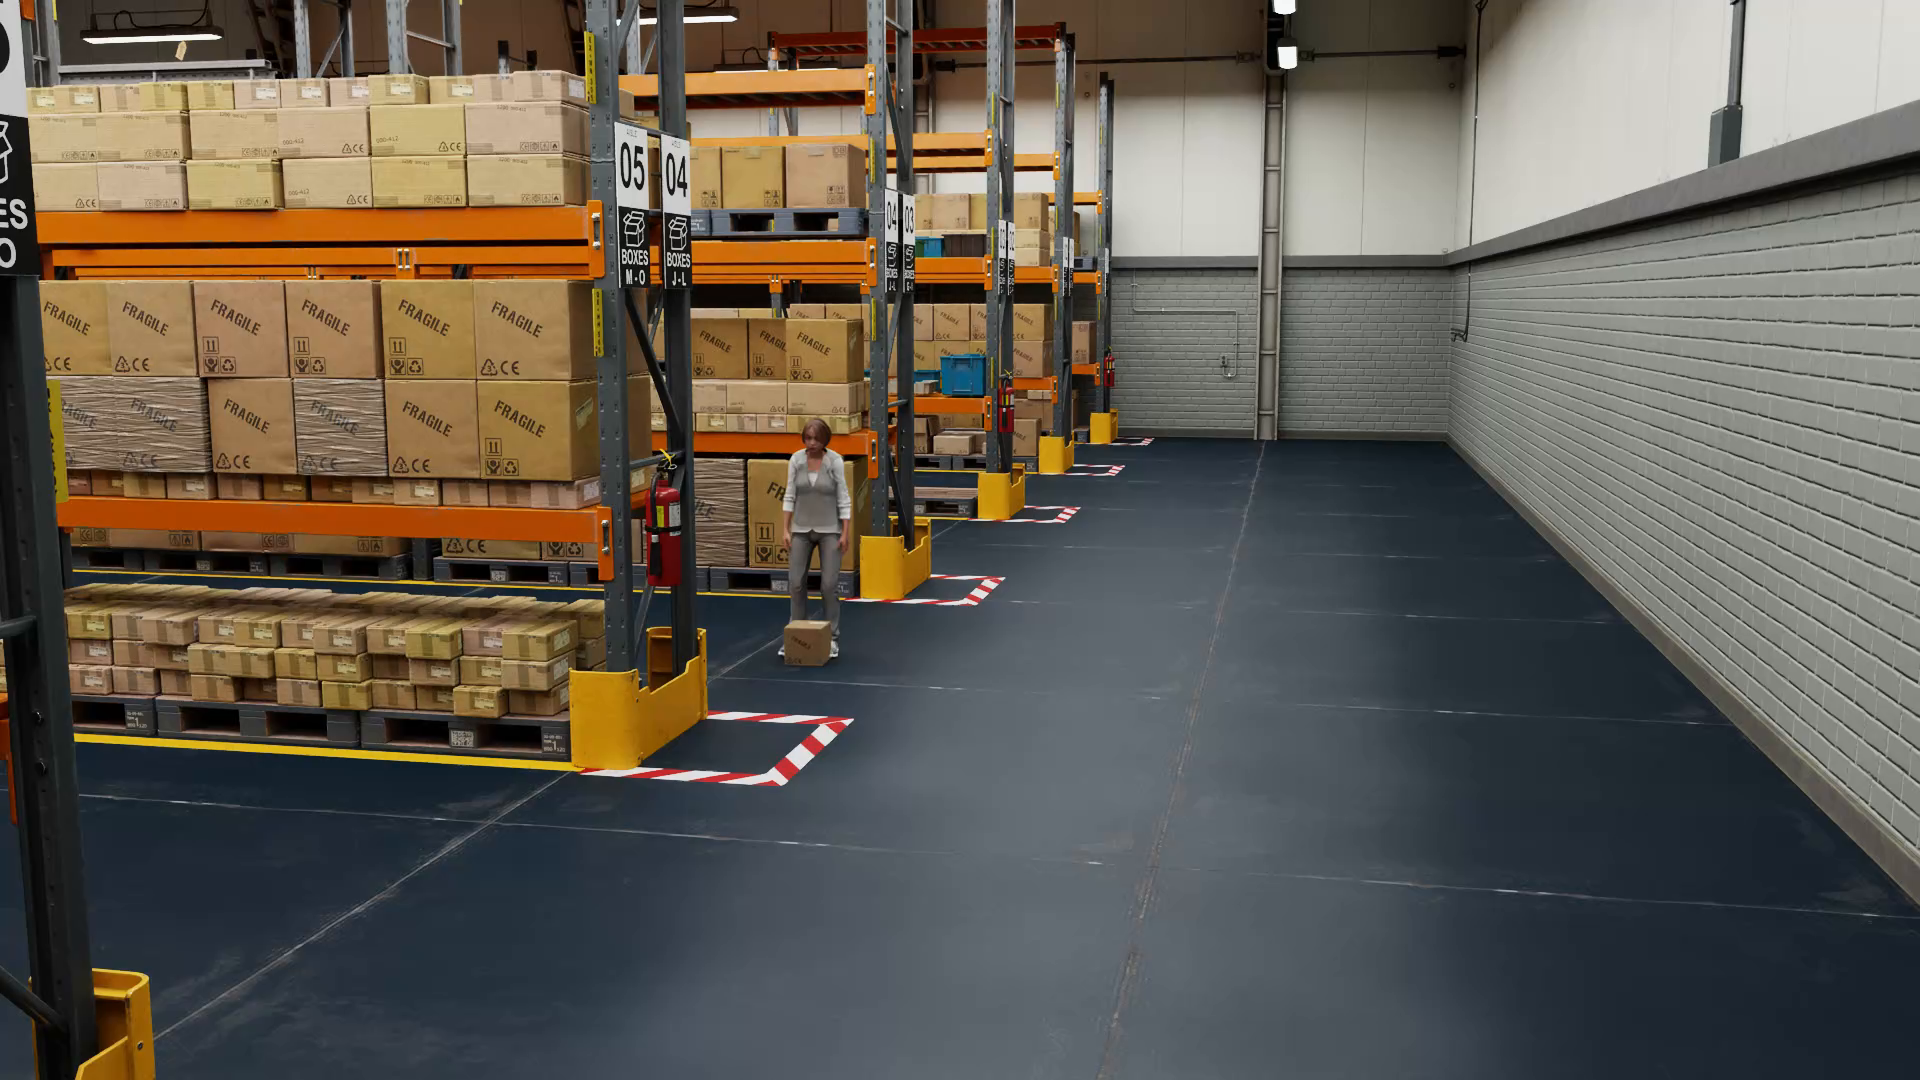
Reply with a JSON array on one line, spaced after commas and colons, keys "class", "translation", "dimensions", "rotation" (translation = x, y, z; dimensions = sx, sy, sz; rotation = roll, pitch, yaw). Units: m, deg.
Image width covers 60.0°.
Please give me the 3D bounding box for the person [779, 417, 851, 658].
[{"class": "person", "translation": [-0.957, -0.023, 11.029], "dimensions": [0.471, 1.590, 0.348], "rotation": [1, 8, 8]}]
